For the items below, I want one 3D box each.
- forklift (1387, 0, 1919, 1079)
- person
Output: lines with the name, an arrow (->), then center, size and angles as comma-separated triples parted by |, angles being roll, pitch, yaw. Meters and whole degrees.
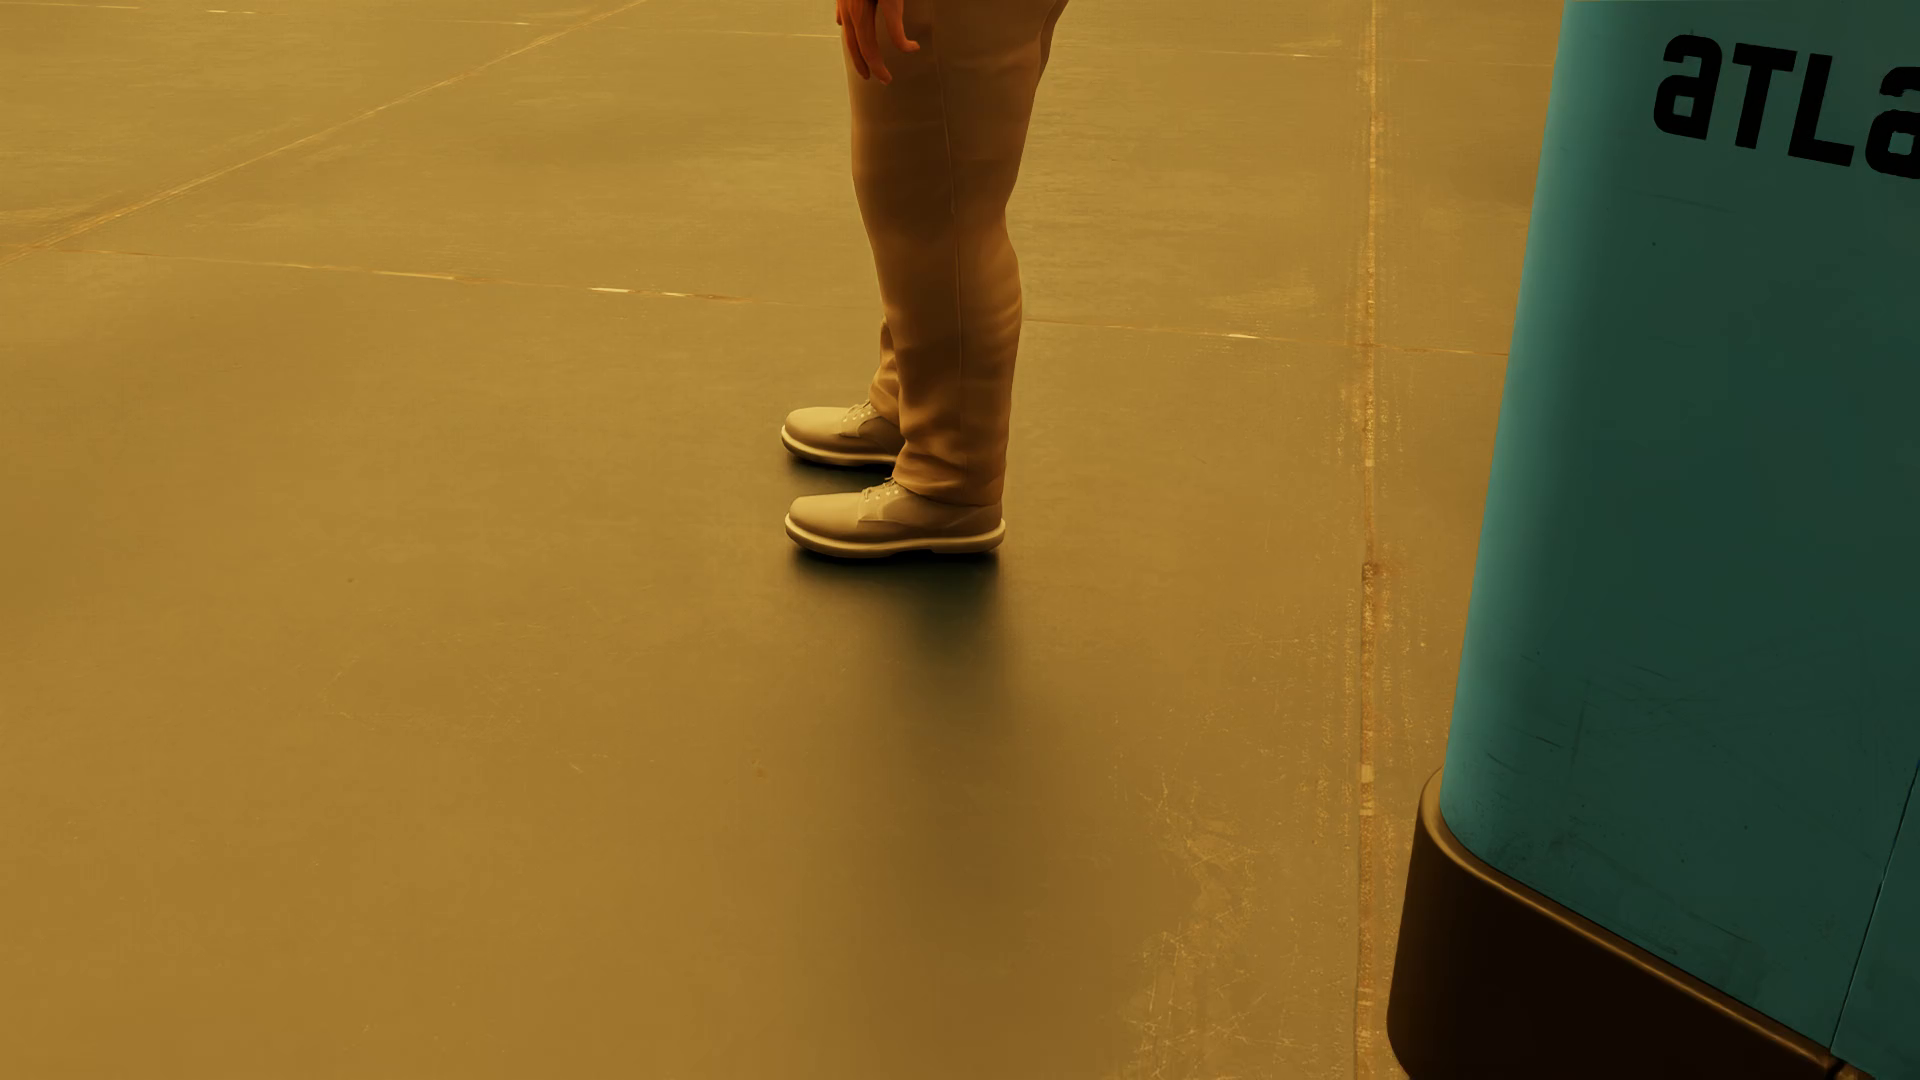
forklift -> 1.722, -0.445, 0.129 | 1.130, 2.935, 3.031 | -21, 34, -36
person -> -0.085, -0.793, 2.135 | 0.550, 1.727, 0.641 | 6, 27, 11
